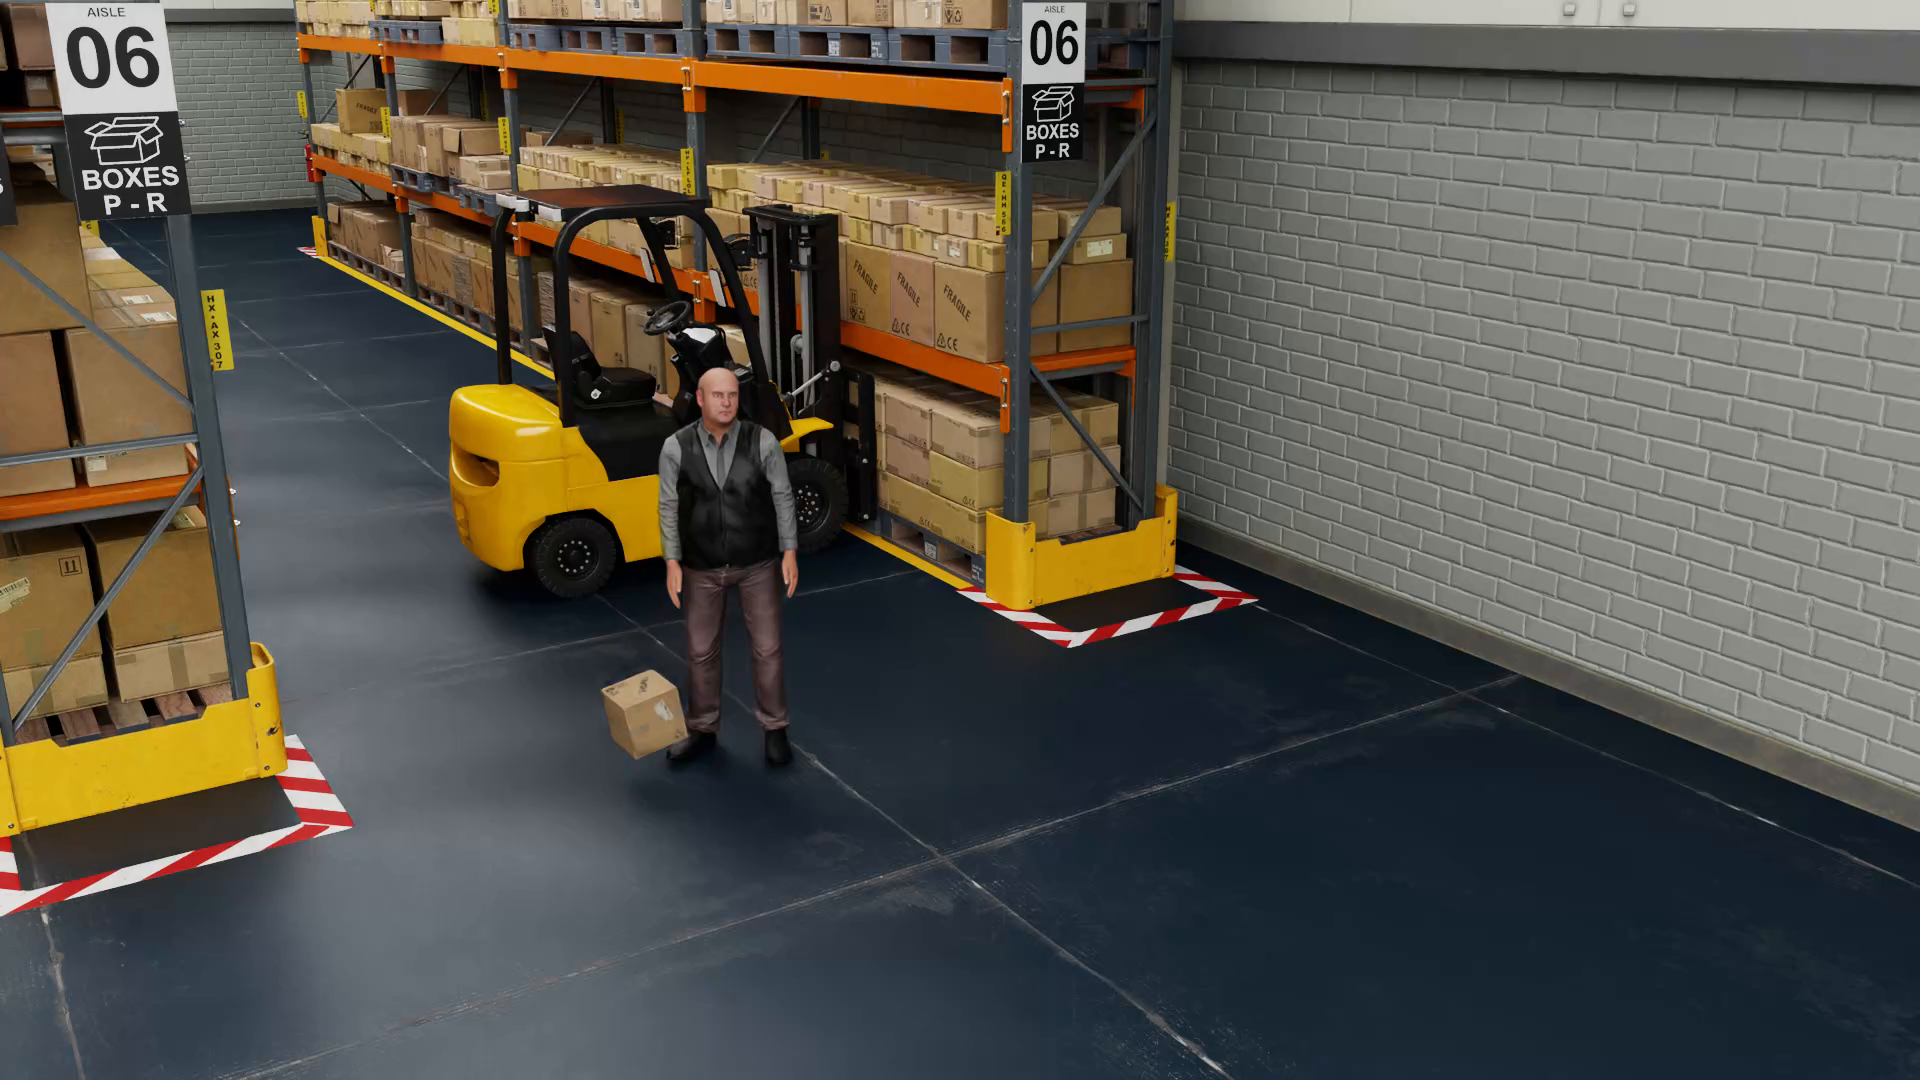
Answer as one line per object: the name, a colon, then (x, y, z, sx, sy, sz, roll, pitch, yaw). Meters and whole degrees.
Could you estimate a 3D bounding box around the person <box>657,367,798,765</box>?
person: (-0.999, 0.118, 7.149, 0.607, 1.728, 0.383, -1, 18, -4)
